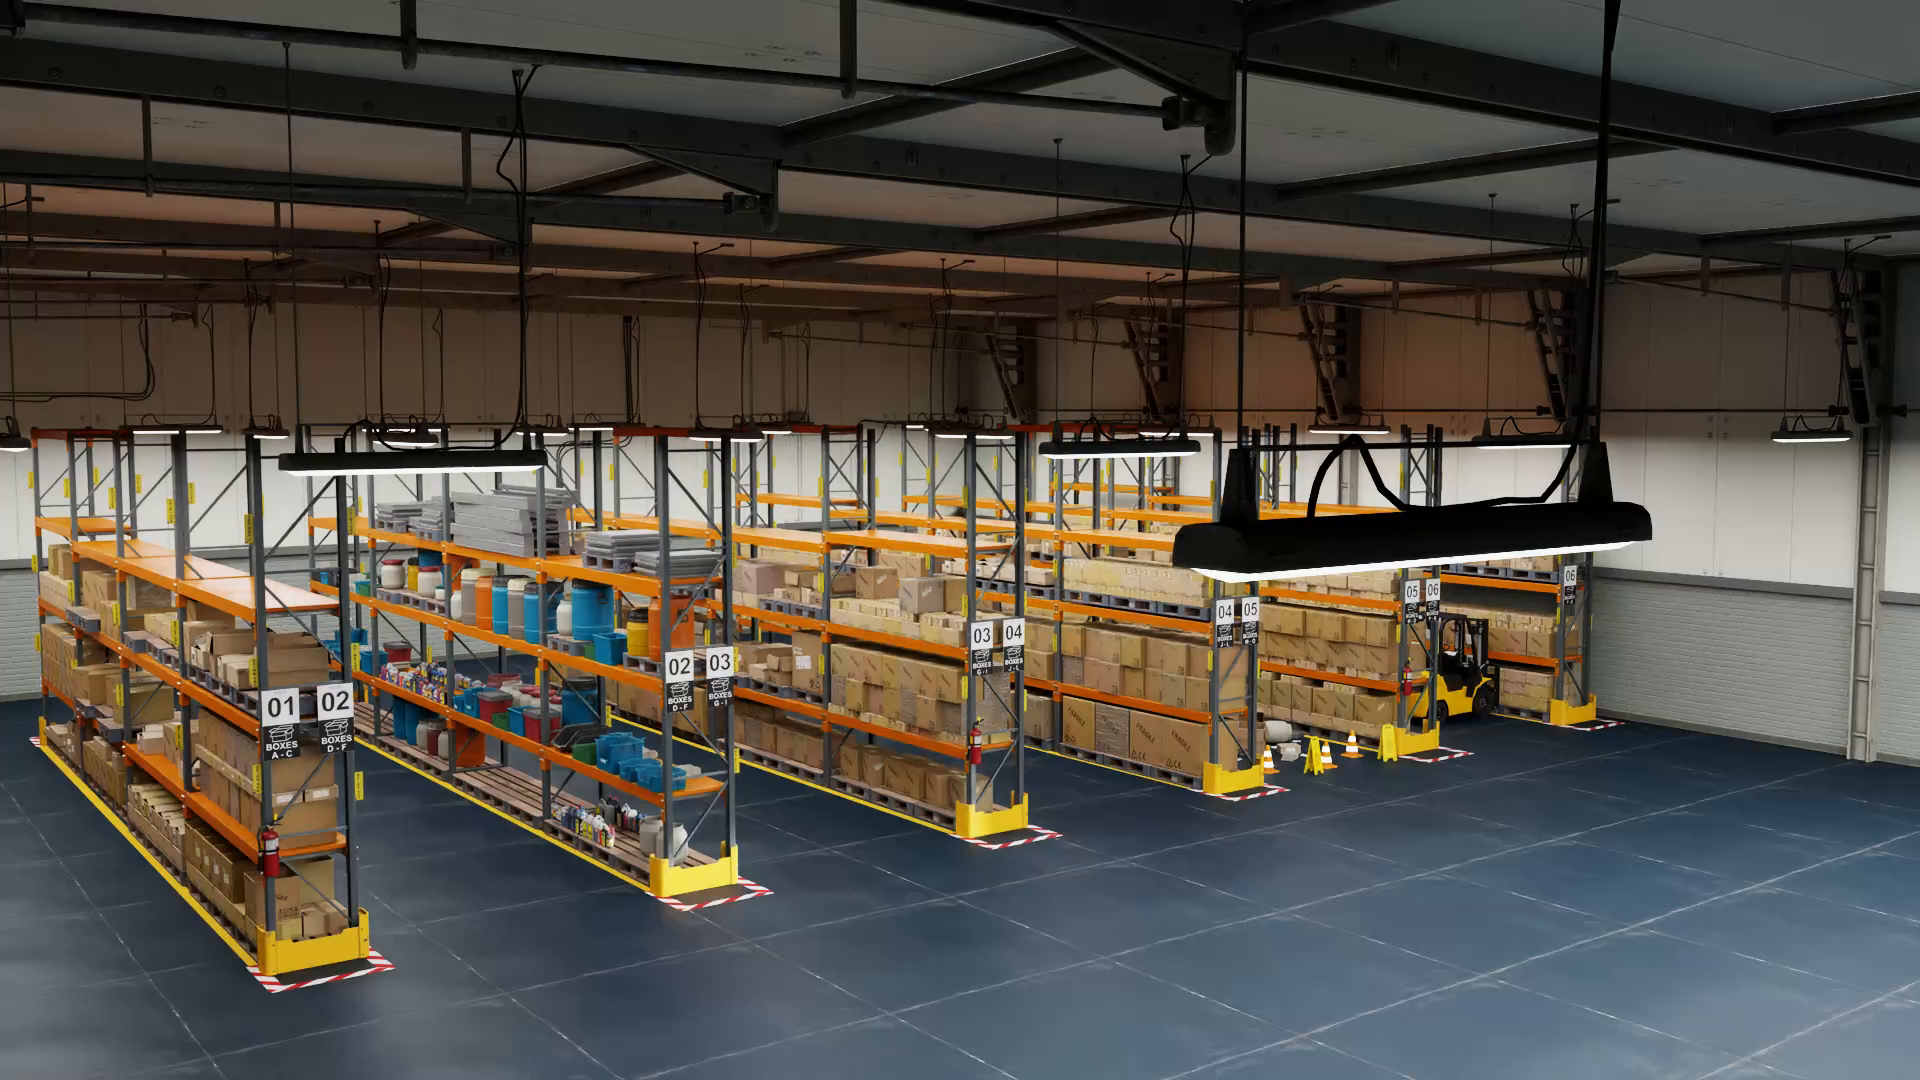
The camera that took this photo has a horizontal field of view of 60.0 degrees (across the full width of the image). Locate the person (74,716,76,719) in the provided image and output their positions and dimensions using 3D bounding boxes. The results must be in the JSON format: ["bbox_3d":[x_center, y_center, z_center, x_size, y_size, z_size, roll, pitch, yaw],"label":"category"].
[{"bbox_3d":[-17.095,2.873,33.075,1.054,1.736,0.611,-1,5,-17],"label":"person"}]
